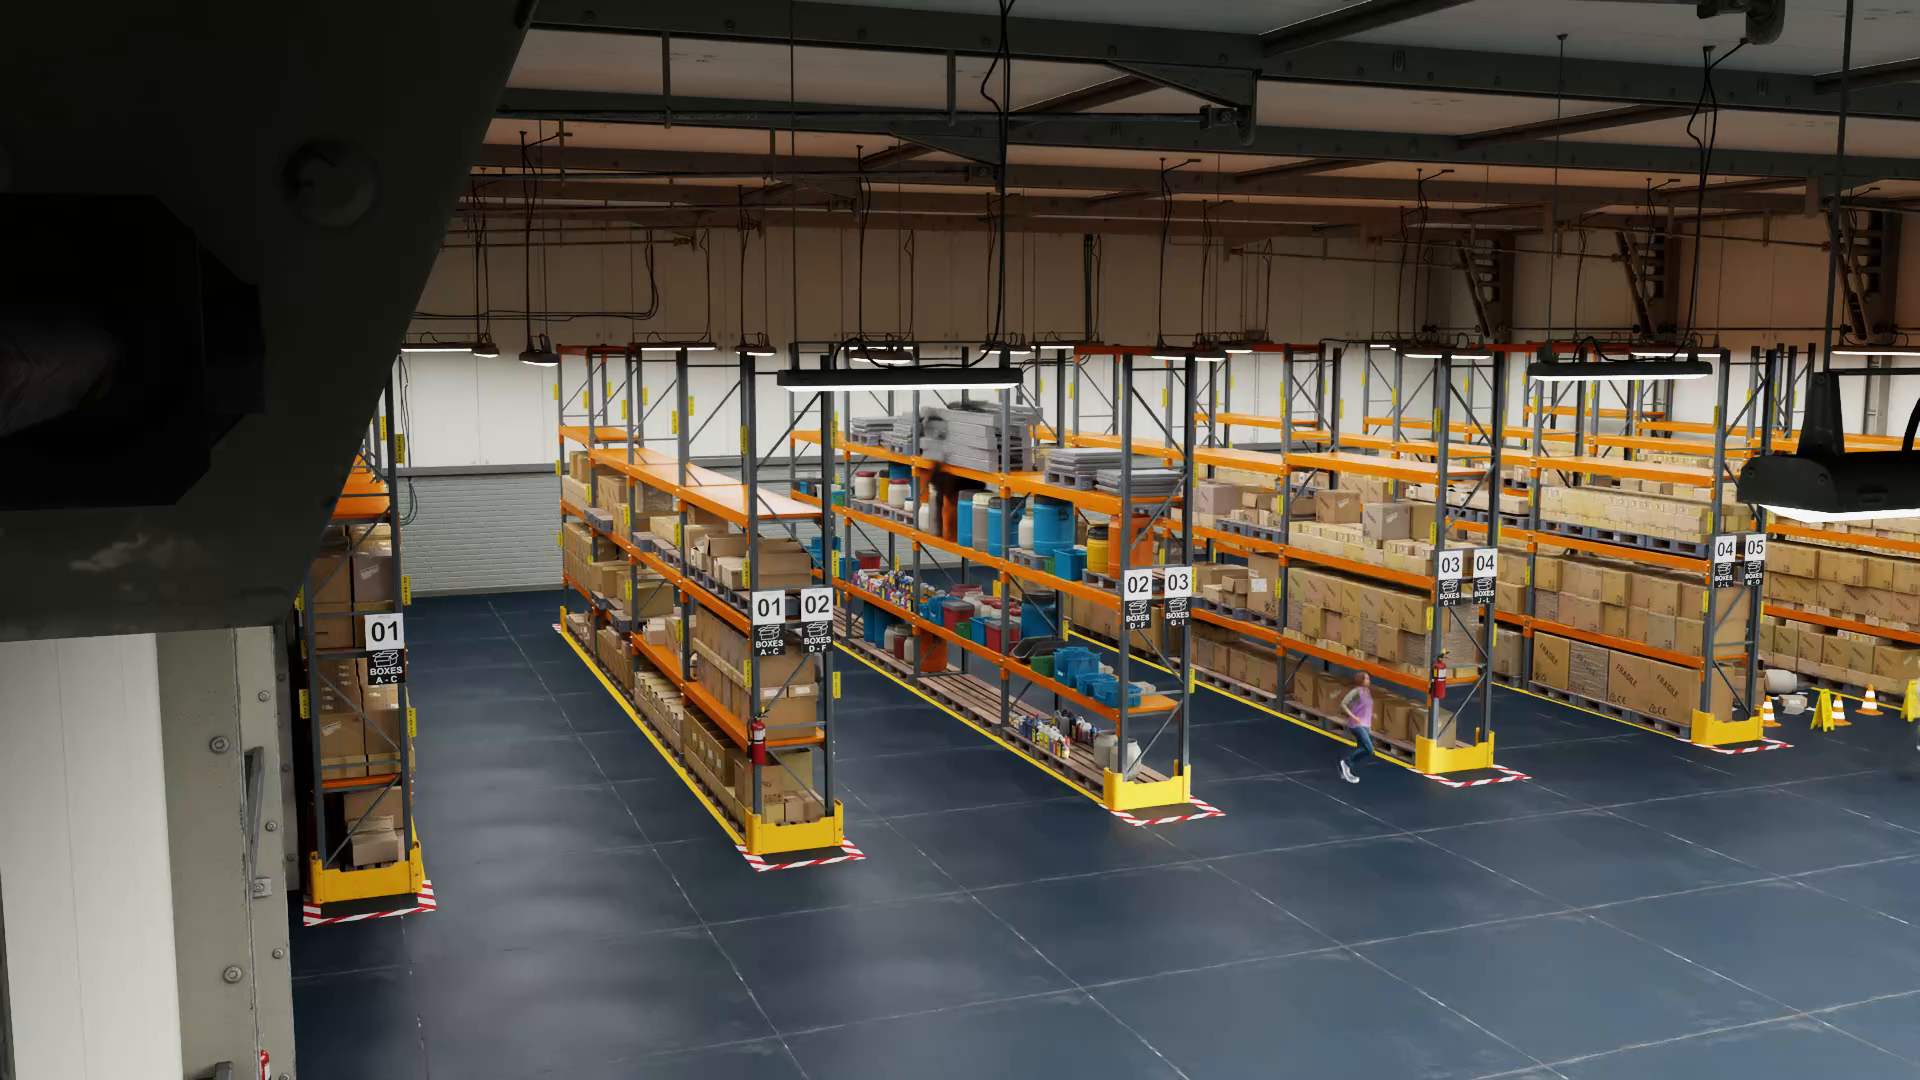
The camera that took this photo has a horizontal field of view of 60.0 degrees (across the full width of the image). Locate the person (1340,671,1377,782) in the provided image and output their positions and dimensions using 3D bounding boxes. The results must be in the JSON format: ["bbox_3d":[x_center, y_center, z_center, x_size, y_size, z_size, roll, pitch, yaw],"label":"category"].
[{"bbox_3d":[5.603,2.610,23.265,0.491,1.558,0.573,6,9,39],"label":"person"}]

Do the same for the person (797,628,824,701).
[{"bbox_3d":[-2.473,1.934,28.179,0.589,1.648,0.528,-3,8,-24],"label":"person"}]
